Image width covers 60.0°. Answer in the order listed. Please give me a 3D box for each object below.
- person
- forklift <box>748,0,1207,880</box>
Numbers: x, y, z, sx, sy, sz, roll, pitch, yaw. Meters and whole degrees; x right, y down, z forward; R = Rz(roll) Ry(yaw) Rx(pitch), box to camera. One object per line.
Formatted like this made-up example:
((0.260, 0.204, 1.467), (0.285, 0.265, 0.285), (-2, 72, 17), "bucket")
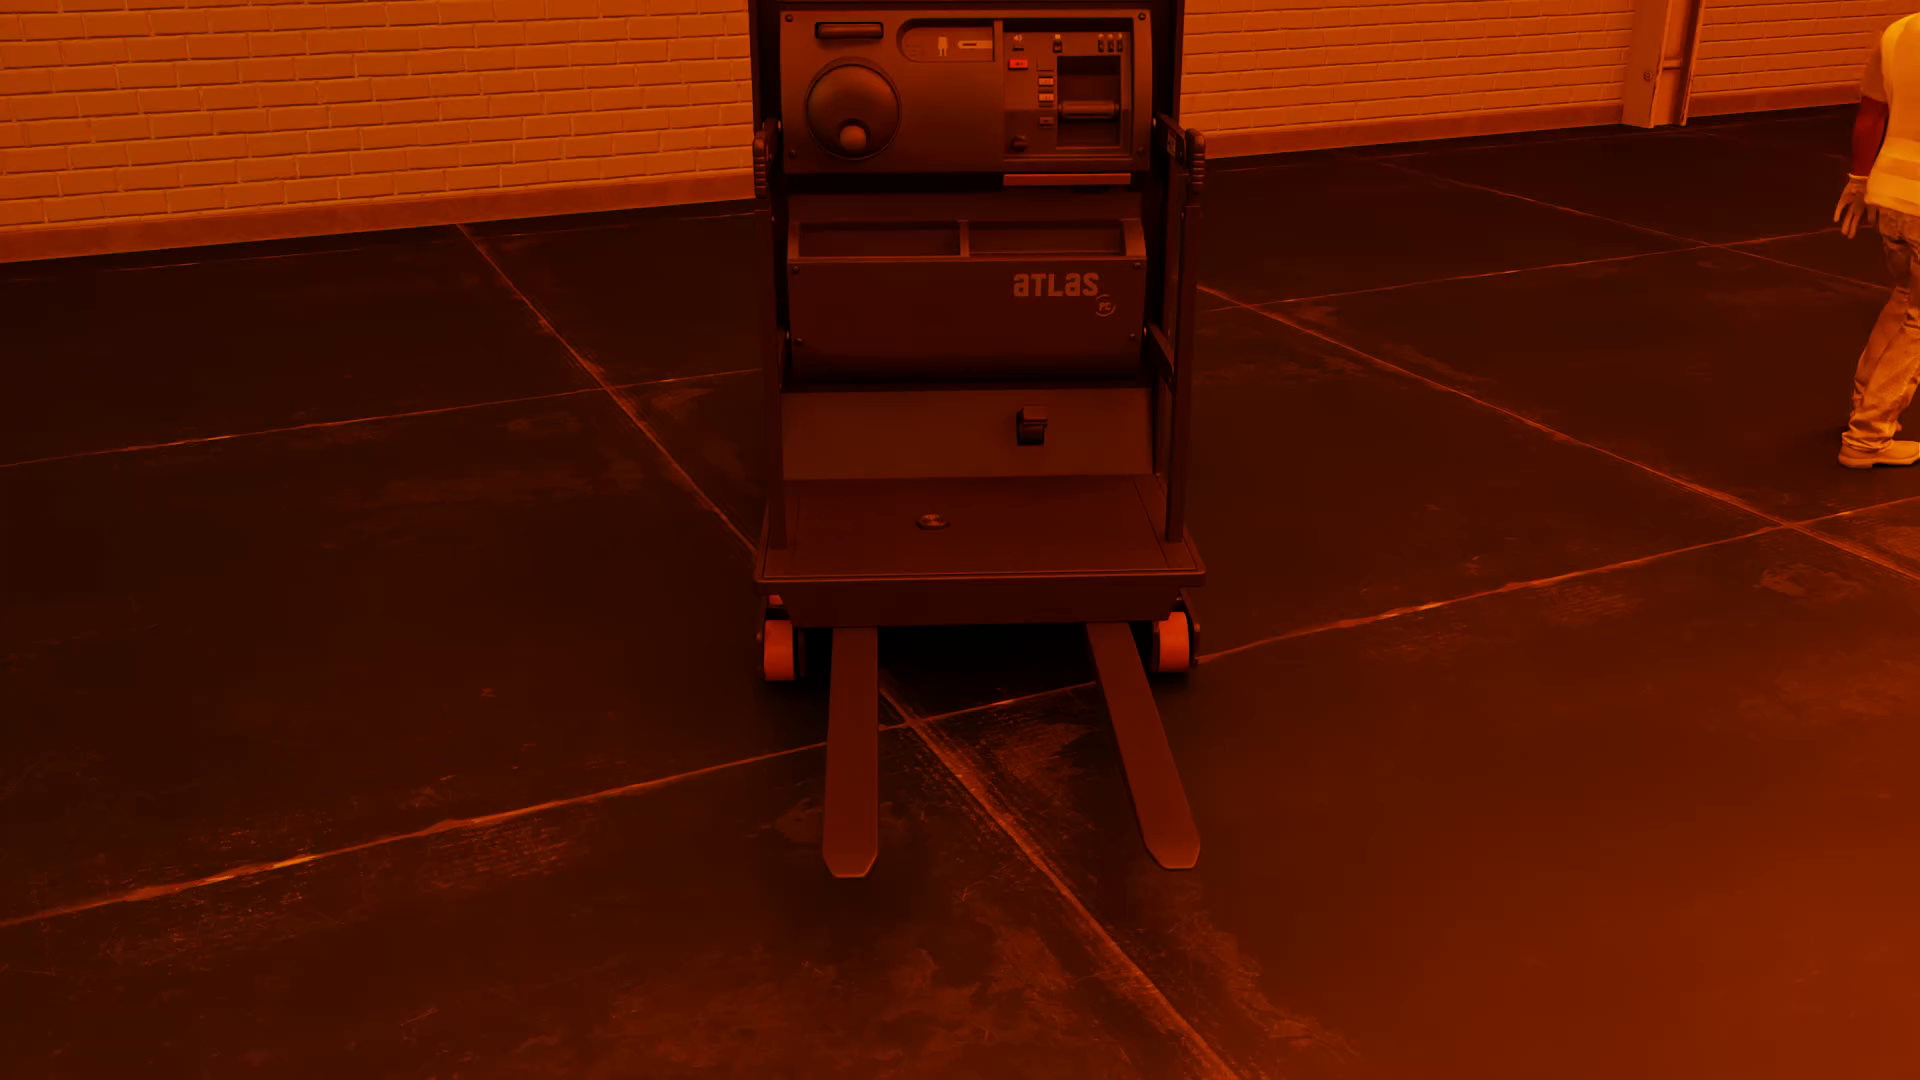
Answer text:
((3.275, -1.097, 5.530), (0.530, 1.823, 0.655), (-5, 23, -11), "person")
((0.029, -1.117, 3.974), (1.130, 2.935, 3.031), (-1, 23, -3), "forklift")
